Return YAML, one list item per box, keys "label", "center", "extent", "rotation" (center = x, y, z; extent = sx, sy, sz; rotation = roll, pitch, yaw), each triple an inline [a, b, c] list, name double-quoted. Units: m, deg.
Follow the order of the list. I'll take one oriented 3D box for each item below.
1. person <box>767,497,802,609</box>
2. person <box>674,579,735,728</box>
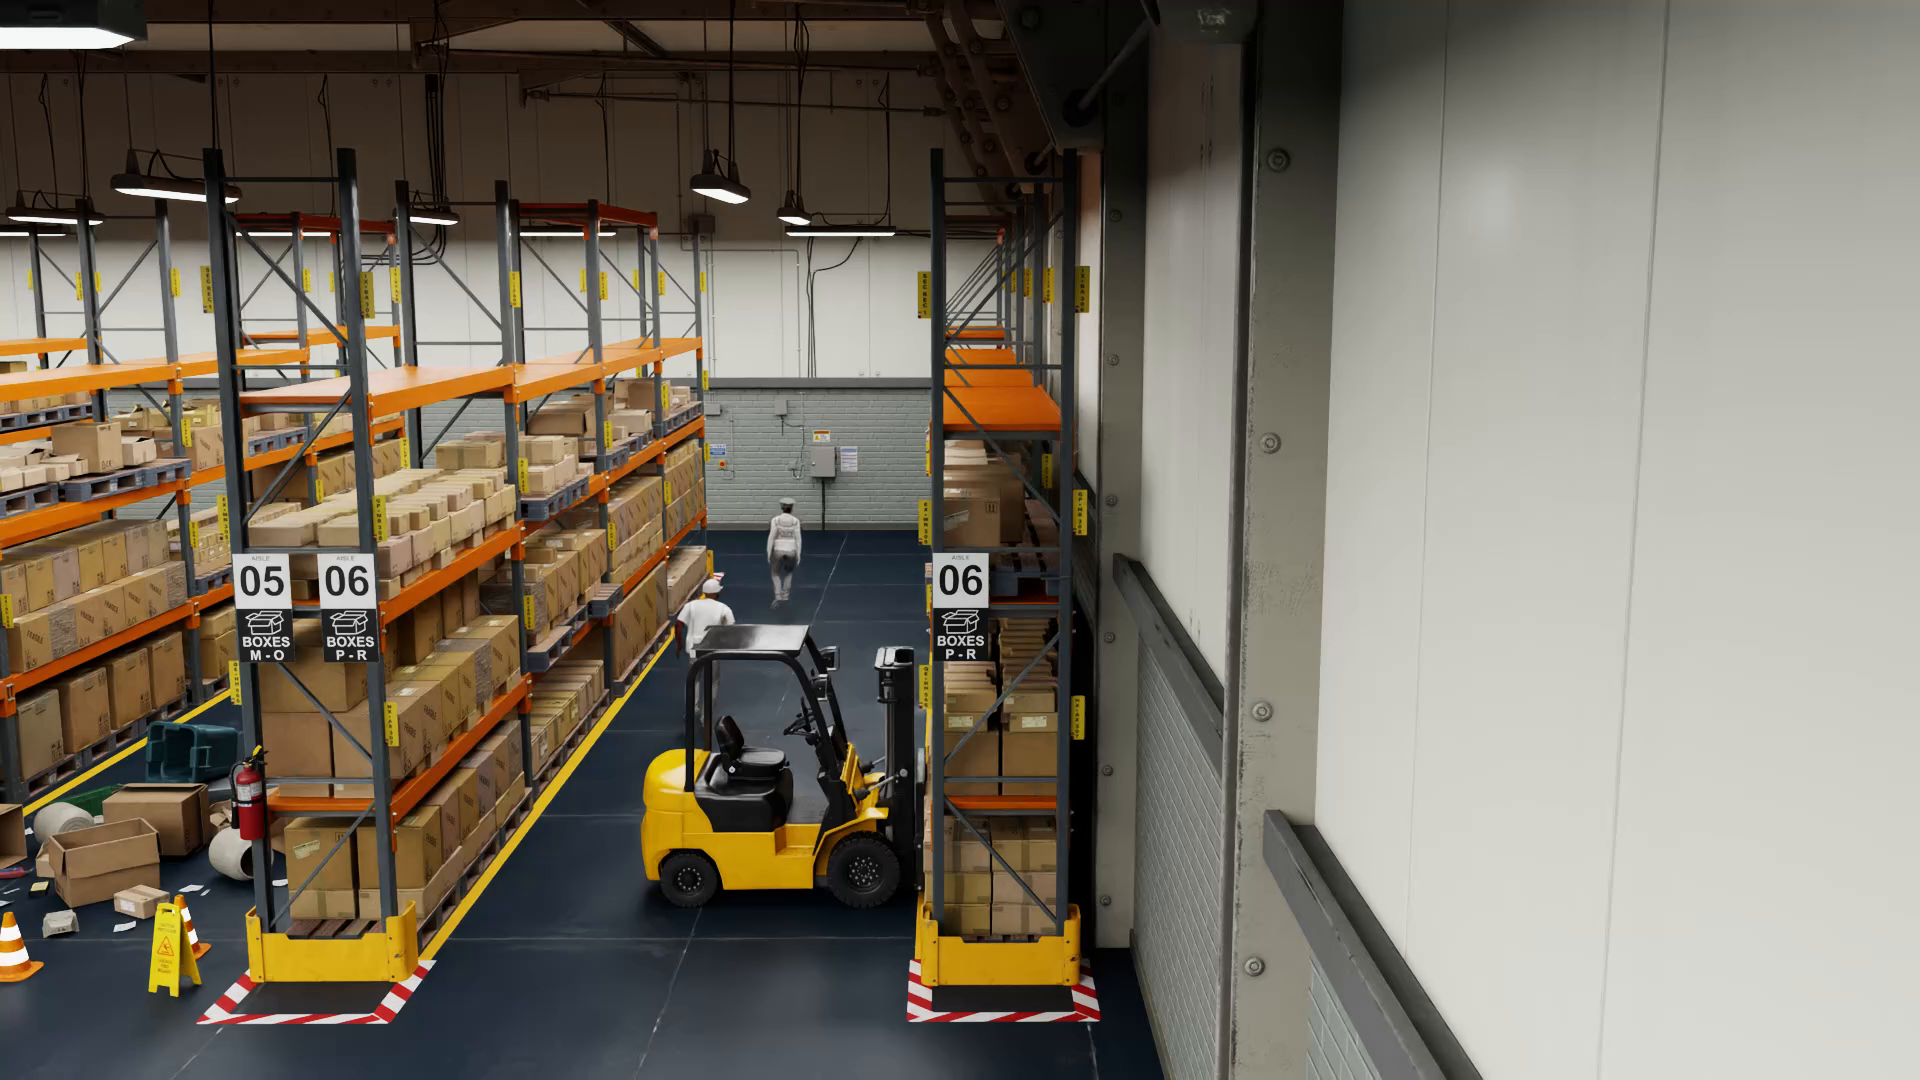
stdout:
- label: "person"
  center: [-2.627, 0.204, 24.903]
  extent: [0.517, 1.656, 0.533]
  rotation: [-1, 9, -6]
- label: "person"
  center: [-2.947, 1.294, 19.256]
  extent: [0.704, 1.652, 0.754]
  rotation: [0, 9, 2]
